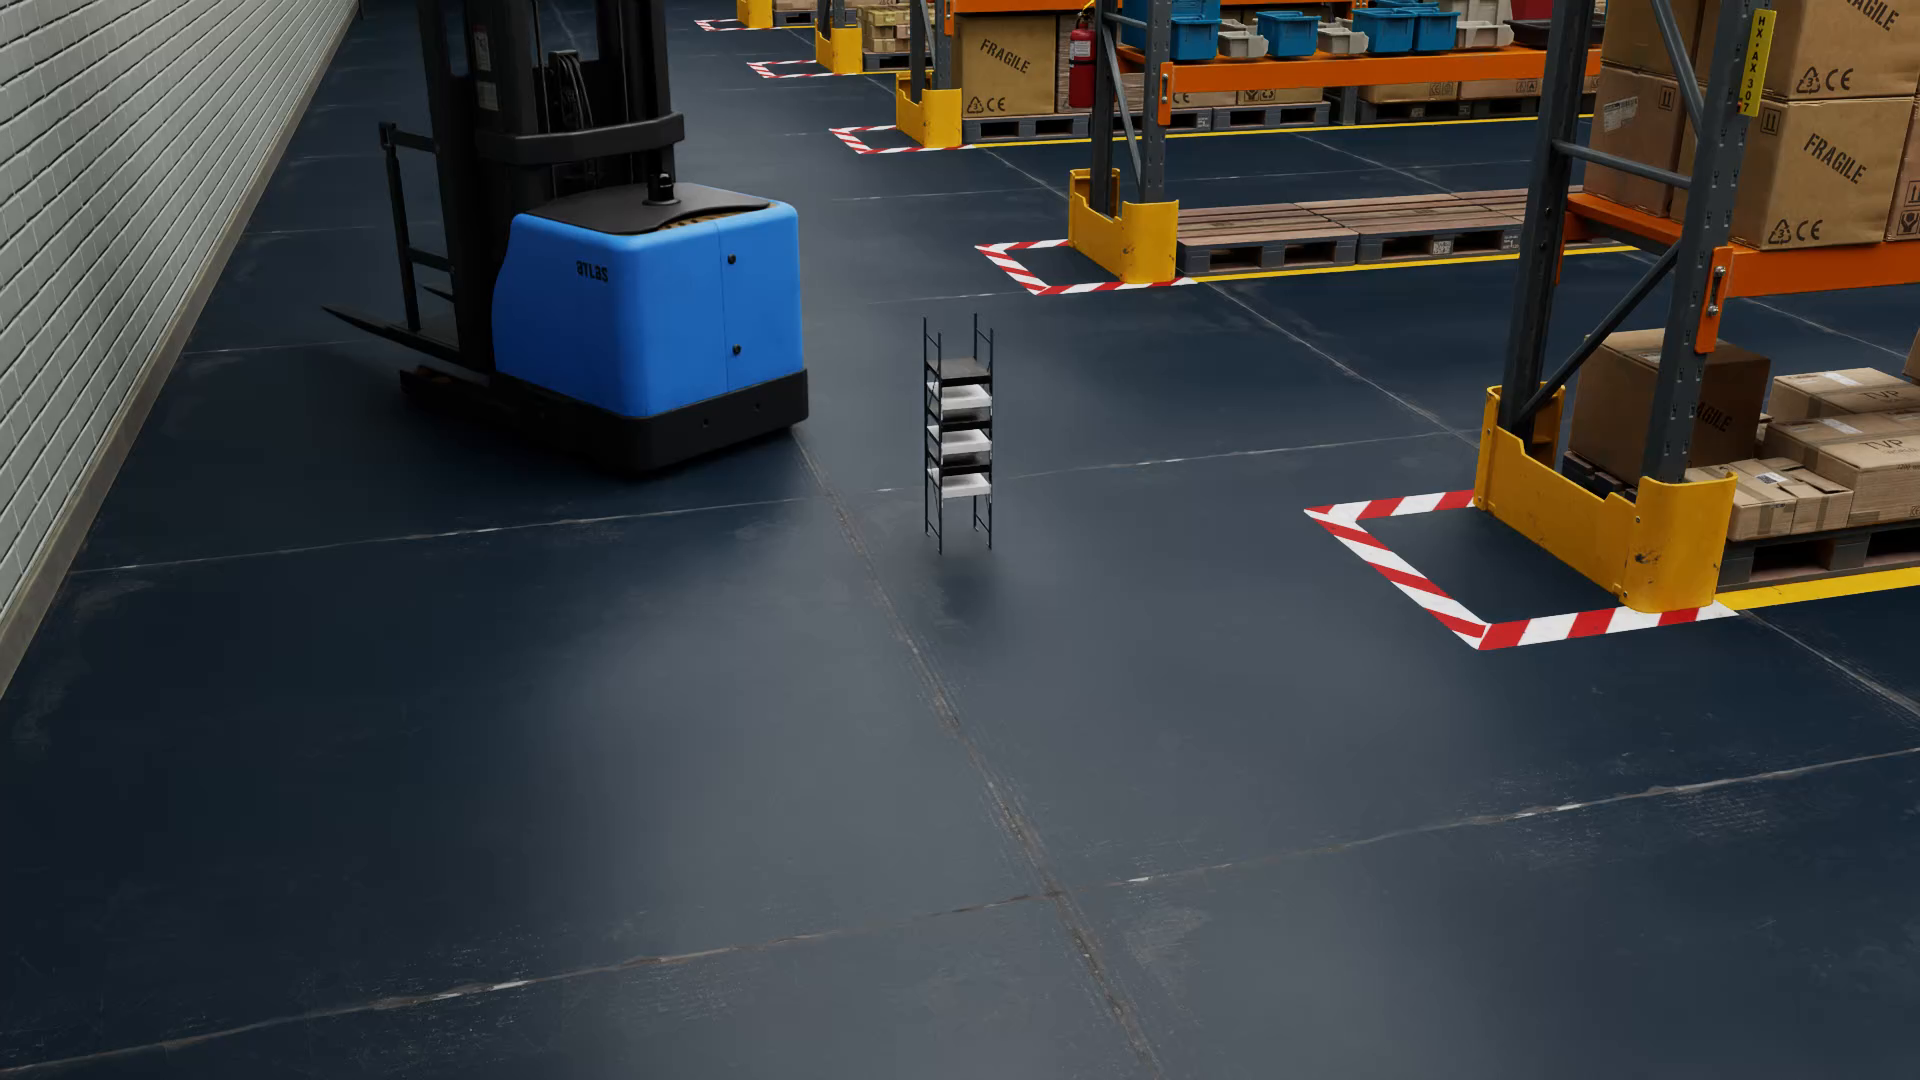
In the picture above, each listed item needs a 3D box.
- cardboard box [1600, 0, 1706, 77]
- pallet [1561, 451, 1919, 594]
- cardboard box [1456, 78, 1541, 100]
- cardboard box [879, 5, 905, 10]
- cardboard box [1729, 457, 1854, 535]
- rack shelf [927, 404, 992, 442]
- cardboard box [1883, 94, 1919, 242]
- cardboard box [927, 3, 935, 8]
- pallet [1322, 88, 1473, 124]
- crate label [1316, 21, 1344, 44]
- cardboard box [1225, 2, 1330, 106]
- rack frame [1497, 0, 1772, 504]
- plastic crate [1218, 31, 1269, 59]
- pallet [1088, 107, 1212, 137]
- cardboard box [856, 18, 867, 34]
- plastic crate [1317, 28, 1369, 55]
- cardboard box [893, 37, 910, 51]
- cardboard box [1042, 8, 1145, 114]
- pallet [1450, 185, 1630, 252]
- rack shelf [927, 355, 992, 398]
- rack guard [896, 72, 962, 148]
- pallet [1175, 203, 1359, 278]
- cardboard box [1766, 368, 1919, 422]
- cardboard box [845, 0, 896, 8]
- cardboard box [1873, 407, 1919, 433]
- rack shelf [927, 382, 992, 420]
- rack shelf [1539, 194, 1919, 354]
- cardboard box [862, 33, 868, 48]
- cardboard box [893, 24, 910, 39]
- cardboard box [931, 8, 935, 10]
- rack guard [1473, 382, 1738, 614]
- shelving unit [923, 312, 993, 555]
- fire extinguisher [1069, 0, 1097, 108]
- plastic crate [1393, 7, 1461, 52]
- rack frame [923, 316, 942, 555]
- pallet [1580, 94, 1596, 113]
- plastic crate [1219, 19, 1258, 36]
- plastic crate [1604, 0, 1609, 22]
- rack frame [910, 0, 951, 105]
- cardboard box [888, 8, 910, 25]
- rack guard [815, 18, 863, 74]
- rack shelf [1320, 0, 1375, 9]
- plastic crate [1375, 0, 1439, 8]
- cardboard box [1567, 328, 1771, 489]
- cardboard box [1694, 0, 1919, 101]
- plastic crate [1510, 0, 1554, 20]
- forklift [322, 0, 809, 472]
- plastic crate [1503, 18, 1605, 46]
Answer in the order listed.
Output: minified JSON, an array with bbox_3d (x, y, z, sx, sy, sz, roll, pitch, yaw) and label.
[{"bbox_3d":[2.756,-1.994,6.116,0.500,0.500,0.500,-7,24,-15],"label":"cardboard box"},{"bbox_3d":[3.242,-0.148,6.746,1.213,0.211,1.003,-6,24,-14],"label":"pallet"},{"bbox_3d":[5.052,-4.912,16.473,0.875,0.875,1.225,-7,24,-16],"label":"cardboard box"},{"bbox_3d":[-0.814,-6.306,19.888,0.250,0.149,0.380,-6,24,-13],"label":"cardboard box"},{"bbox_3d":[3.138,-0.177,6.313,0.250,0.166,0.380,-6,24,-14],"label":"cardboard box"},{"bbox_3d":[-0.008,-0.465,6.466,0.200,0.077,0.258,-6,24,-14],"label":"rack shelf"},{"bbox_3d":[3.395,-1.387,5.969,0.500,0.500,0.500,-7,24,-15],"label":"cardboard box"},{"bbox_3d":[-0.333,-6.385,20.073,0.250,0.149,0.380,-7,24,-16],"label":"cardboard box"},{"bbox_3d":[4.303,-4.353,16.546,1.213,0.211,1.003,-6,24,-14],"label":"pallet"},{"bbox_3d":[2.348,-3.344,10.915,0.243,0.136,0.396,-6,24,-14],"label":"crate label"},{"bbox_3d":[2.924,-4.701,15.981,0.875,0.875,0.875,-6,24,-14],"label":"cardboard box"},{"bbox_3d":[2.402,-1.337,5.979,0.127,3.000,1.000,-6,24,-14],"label":"rack frame"},{"bbox_3d":[1.725,-3.028,10.179,0.298,0.136,0.250,-6,24,-14],"label":"plastic crate"},{"bbox_3d":[1.651,-4.060,15.862,1.213,0.211,1.003,-6,24,-14],"label":"pallet"},{"bbox_3d":[-1.082,-6.176,19.963,0.250,0.149,0.380,-7,24,-16],"label":"cardboard box"},{"bbox_3d":[2.378,-3.100,10.347,0.298,0.136,0.250,-6,24,-14],"label":"plastic crate"},{"bbox_3d":[-0.692,-5.868,19.622,0.250,0.149,0.380,-6,24,-15],"label":"cardboard box"},{"bbox_3d":[1.200,-4.510,15.537,0.875,0.875,0.875,-6,24,-14],"label":"cardboard box"},{"bbox_3d":[4.221,-2.269,11.688,1.213,0.211,1.003,-6,24,-14],"label":"pallet"},{"bbox_3d":[-0.008,-0.630,6.395,0.200,0.077,0.258,-6,24,-14],"label":"rack shelf"},{"bbox_3d":[-0.294,-3.947,15.232,0.348,0.500,1.175,-6,24,-14],"label":"rack guard"},{"bbox_3d":[1.872,-2.009,11.083,1.213,0.211,1.003,-6,24,-14],"label":"pallet"},{"bbox_3d":[3.781,-0.516,6.996,0.500,0.250,0.500,-6,24,-14],"label":"cardboard box"},{"bbox_3d":[-1.460,-8.085,24.423,0.875,0.438,0.875,-6,24,-13],"label":"cardboard box"},{"bbox_3d":[3.965,-0.332,6.566,0.500,0.250,0.500,-6,24,-14],"label":"cardboard box"},{"bbox_3d":[-0.008,-0.547,6.431,0.200,0.077,0.258,-6,24,-14],"label":"rack shelf"},{"bbox_3d":[4.327,-1.219,6.617,4.000,0.370,1.077,-6,24,-14],"label":"rack shelf"},{"bbox_3d":[-1.063,-6.010,19.953,0.250,0.149,0.380,-6,24,-13],"label":"cardboard box"},{"bbox_3d":[-0.660,-5.977,19.500,0.250,0.149,0.380,-6,24,-15],"label":"cardboard box"},{"bbox_3d":[-0.190,-6.186,19.609,0.250,0.149,0.380,-8,24,-17],"label":"cardboard box"},{"bbox_3d":[2.475,-0.196,6.490,0.348,0.500,1.175,-6,24,-14],"label":"rack guard"},{"bbox_3d":[-0.008,-0.413,6.488,0.210,0.900,0.258,-6,24,-14],"label":"shelving unit"},{"bbox_3d":[0.799,-3.167,10.816,0.183,0.674,0.296,-6,24,-14],"label":"fire extinguisher"},{"bbox_3d":[2.951,-3.242,10.555,0.300,0.233,0.416,-6,24,-14],"label":"plastic crate"},{"bbox_3d":[-0.106,-0.402,6.463,0.006,0.900,0.240,-6,24,-14],"label":"rack frame"},{"bbox_3d":[6.653,-4.613,17.152,1.213,0.211,1.003,-6,24,-14],"label":"pallet"},{"bbox_3d":[1.804,-3.280,10.765,0.243,0.136,0.396,-6,24,-14],"label":"plastic crate"},{"bbox_3d":[4.561,-3.485,10.929,0.575,0.384,0.392,-6,24,-14],"label":"plastic crate"},{"bbox_3d":[-0.271,-5.098,14.745,0.127,3.000,1.000,-6,24,-14],"label":"rack frame"},{"bbox_3d":[-0.684,-6.150,19.525,0.250,0.149,0.380,-6,24,-13],"label":"cardboard box"},{"bbox_3d":[-1.440,-5.851,19.670,0.348,0.500,1.175,-6,24,-14],"label":"rack guard"},{"bbox_3d":[5.506,-5.406,16.376,4.000,0.370,1.077,-6,24,-14],"label":"rack shelf"},{"bbox_3d":[2.975,-3.484,11.120,0.300,0.233,0.416,-6,24,-14],"label":"plastic crate"},{"bbox_3d":[2.859,-0.541,6.738,0.500,0.500,0.500,-6,24,-14],"label":"cardboard box"},{"bbox_3d":[2.900,-1.789,5.639,0.500,0.500,0.500,-6,24,-13],"label":"cardboard box"},{"bbox_3d":[3.991,-3.701,11.331,0.583,0.464,0.402,-6,24,-14],"label":"plastic crate"},{"bbox_3d":[-2.142,-2.116,7.883,3.031,2.935,1.130,20,30,38],"label":"forklift"},{"bbox_3d":[3.913,-3.324,10.882,0.590,0.125,0.437,-6,24,-14],"label":"plastic crate"}]
